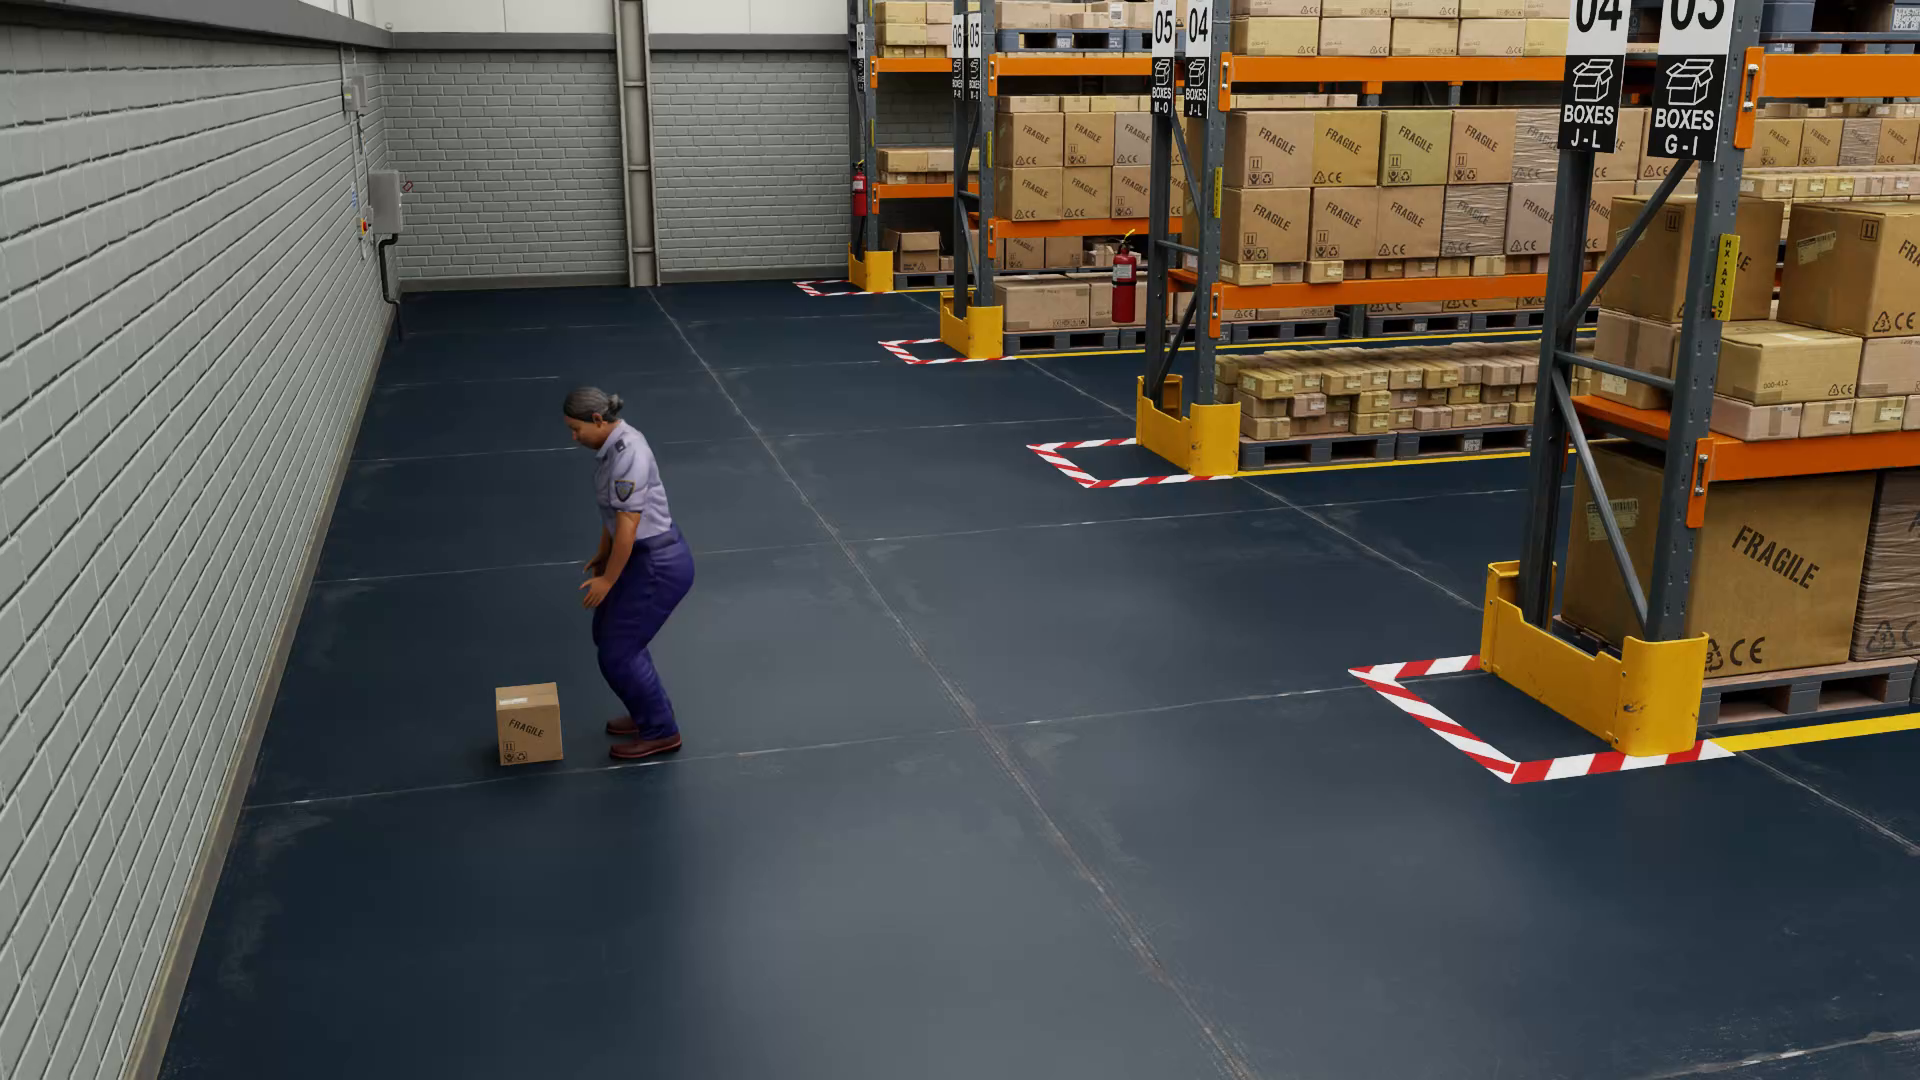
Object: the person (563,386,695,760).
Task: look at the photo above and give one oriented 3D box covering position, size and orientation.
[{"bbox_3d":[-1.338,0.129,6.841,0.485,1.534,0.515,-4,17,-14],"label":"person"}]
